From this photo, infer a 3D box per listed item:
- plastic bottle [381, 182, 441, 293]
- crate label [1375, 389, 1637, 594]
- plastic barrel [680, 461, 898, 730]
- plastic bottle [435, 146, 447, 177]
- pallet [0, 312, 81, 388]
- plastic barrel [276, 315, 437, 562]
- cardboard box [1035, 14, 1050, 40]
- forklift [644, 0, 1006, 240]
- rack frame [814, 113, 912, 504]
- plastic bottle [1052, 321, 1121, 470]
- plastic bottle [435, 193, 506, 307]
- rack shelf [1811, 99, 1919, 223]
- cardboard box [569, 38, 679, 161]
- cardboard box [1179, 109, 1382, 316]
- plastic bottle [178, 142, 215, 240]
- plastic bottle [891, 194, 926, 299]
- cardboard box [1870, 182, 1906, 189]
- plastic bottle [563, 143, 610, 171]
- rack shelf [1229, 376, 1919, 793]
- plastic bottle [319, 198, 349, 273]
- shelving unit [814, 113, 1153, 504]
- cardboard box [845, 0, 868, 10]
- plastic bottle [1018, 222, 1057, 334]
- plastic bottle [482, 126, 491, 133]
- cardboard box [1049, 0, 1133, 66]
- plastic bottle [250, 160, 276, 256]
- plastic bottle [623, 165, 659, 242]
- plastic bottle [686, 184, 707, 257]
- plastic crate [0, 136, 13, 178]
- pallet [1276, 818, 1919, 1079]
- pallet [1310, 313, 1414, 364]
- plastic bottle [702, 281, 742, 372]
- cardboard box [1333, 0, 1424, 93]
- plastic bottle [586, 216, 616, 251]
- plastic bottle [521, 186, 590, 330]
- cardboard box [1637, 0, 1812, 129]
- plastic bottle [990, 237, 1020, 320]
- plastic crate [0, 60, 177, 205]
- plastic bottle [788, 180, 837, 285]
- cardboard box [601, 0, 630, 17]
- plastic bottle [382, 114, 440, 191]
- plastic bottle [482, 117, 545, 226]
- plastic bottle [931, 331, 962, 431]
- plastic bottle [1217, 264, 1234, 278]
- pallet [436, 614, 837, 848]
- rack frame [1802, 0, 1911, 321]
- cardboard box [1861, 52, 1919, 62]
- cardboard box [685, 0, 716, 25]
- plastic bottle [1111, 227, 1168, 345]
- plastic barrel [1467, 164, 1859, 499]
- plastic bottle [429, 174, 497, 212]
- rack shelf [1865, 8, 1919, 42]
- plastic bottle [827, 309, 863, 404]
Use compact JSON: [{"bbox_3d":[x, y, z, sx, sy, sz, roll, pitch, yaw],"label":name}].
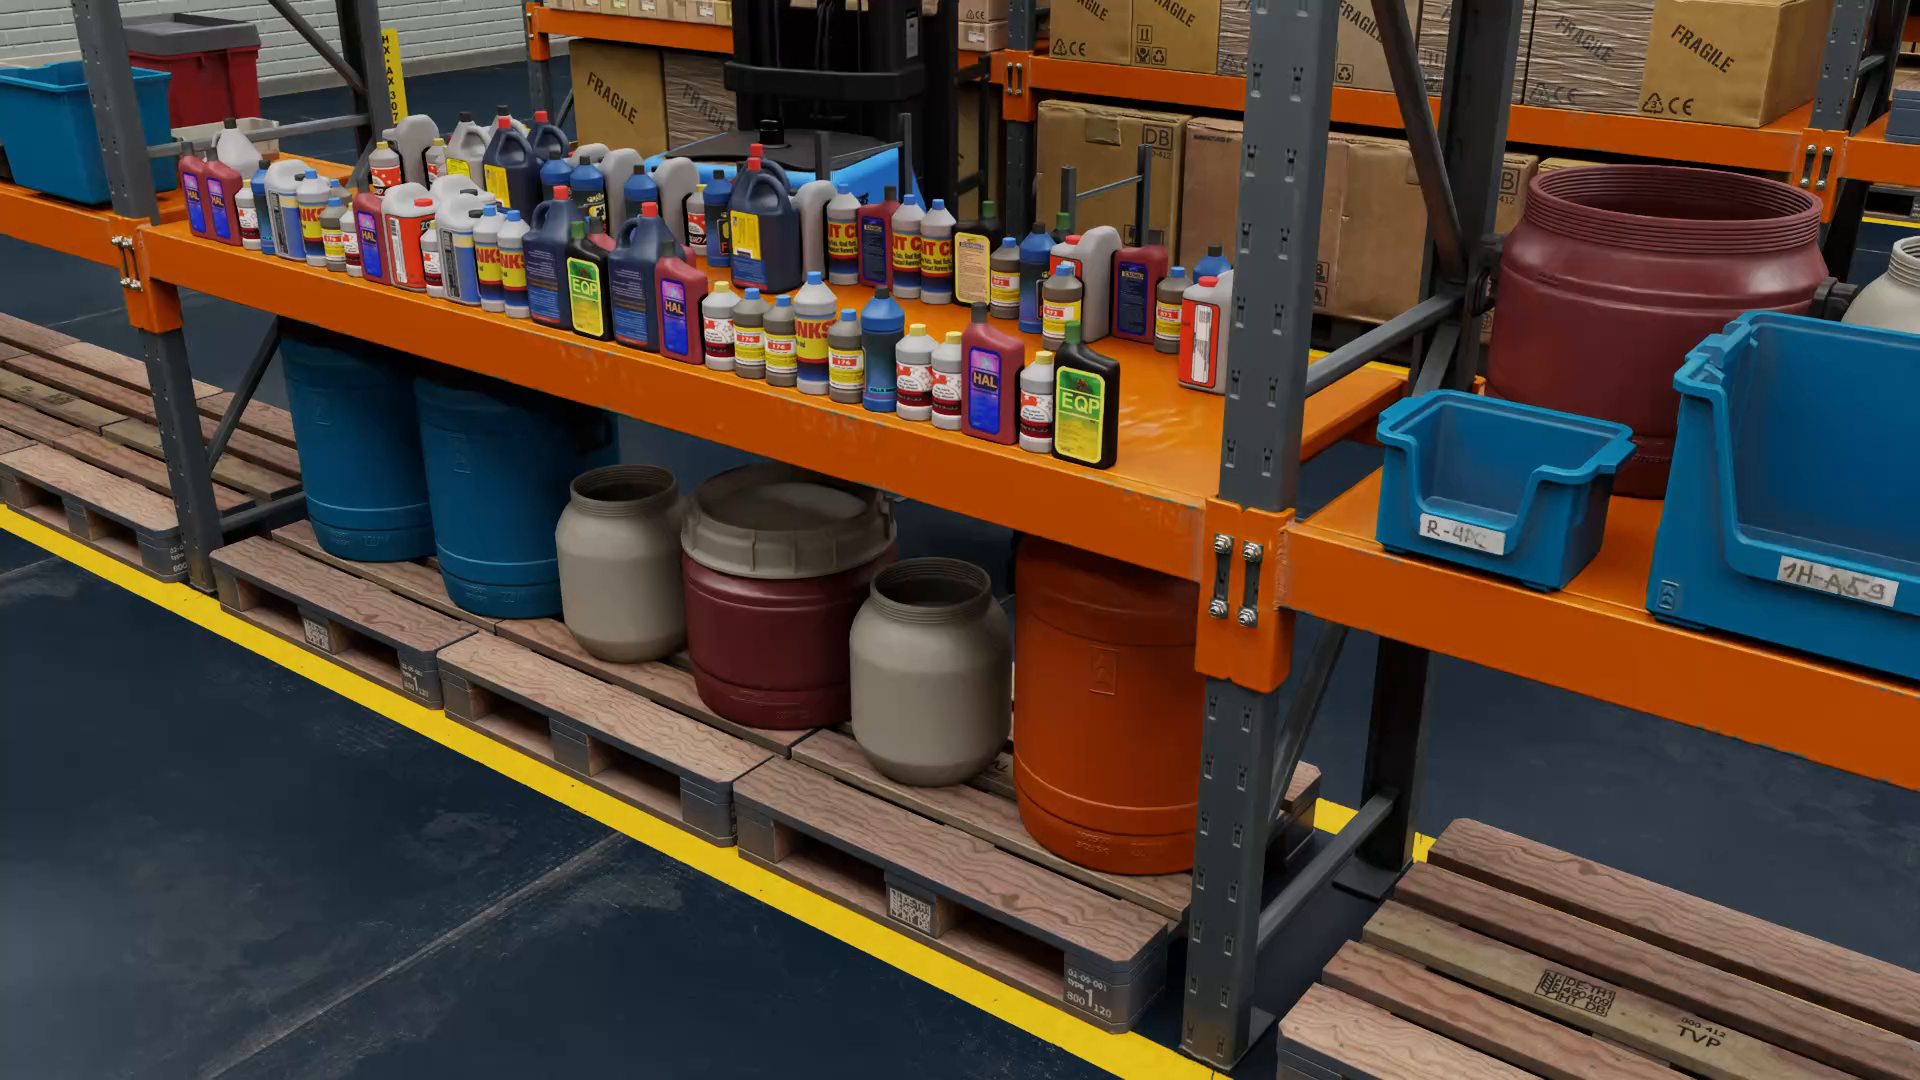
[{"bbox_3d":[-1.485,-0.837,4.584,0.135,0.276,0.152,17,29,33],"label":"plastic bottle"},{"bbox_3d":[0.945,-0.086,2.933,0.416,0.233,0.303,17,29,33],"label":"crate label"},{"bbox_3d":[-0.473,0.140,4.682,0.708,0.588,0.600,17,29,33],"label":"plastic barrel"},{"bbox_3d":[-1.679,-1.200,5.499,0.097,0.201,0.097,0,24,0],"label":"plastic bottle"},{"bbox_3d":[-4.932,-0.832,7.877,1.213,0.211,1.003,17,29,33],"label":"pallet"},{"bbox_3d":[-1.943,-0.448,5.627,0.708,0.901,0.600,17,29,33],"label":"plastic barrel"},{"bbox_3d":[0.565,-3.015,9.683,0.250,0.149,0.380,17,29,33],"label":"cardboard box"},{"bbox_3d":[-0.432,-2.541,8.383,1.130,2.935,3.031,9,25,20],"label":"forklift"},{"bbox_3d":[-0.339,-0.789,6.180,0.032,1.500,0.500,17,29,33],"label":"rack frame"},{"bbox_3d":[0.253,-0.292,3.338,0.133,0.283,0.061,17,29,33],"label":"plastic bottle"},{"bbox_3d":[-1.300,-0.781,4.457,0.135,0.276,0.152,17,29,33],"label":"plastic bottle"},{"bbox_3d":[5.404,-1.171,6.079,4.000,0.370,1.077,17,29,33],"label":"rack shelf"},{"bbox_3d":[-2.038,-3.009,11.473,0.875,0.875,0.875,17,29,33],"label":"cardboard box"},{"bbox_3d":[1.842,-1.807,8.744,0.875,0.875,1.225,16,28,32],"label":"cardboard box"},{"bbox_3d":[-2.331,-1.073,5.110,0.133,0.283,0.061,17,29,33],"label":"plastic bottle"},{"bbox_3d":[-0.136,-0.796,4.496,0.097,0.271,0.097,0,24,0],"label":"plastic bottle"},{"bbox_3d":[6.175,-2.682,11.197,0.500,0.500,0.500,17,29,33],"label":"cardboard box"},{"bbox_3d":[-1.163,-1.095,5.168,0.135,0.276,0.152,17,29,33],"label":"plastic bottle"},{"bbox_3d":[2.433,0.427,2.452,4.000,0.370,1.077,17,29,33],"label":"rack shelf"},{"bbox_3d":[-1.779,-0.878,4.769,0.097,0.201,0.097,0,24,0],"label":"plastic bottle"},{"bbox_3d":[0.068,-0.666,5.901,1.048,1.500,0.538,17,29,33],"label":"shelving unit"},{"bbox_3d":[-0.324,-3.165,9.530,0.500,0.250,0.500,18,29,35],"label":"cardboard box"},{"bbox_3d":[0.197,-0.665,4.198,0.097,0.271,0.097,0,24,0],"label":"plastic bottle"},{"bbox_3d":[-1.567,-1.217,5.445,0.135,0.276,0.152,17,29,33],"label":"plastic bottle"},{"bbox_3d":[0.821,-2.805,8.771,0.500,0.500,0.500,17,29,33],"label":"cardboard box"},{"bbox_3d":[-2.043,-0.990,4.936,0.097,0.271,0.097,0,24,0],"label":"plastic bottle"},{"bbox_3d":[-0.930,-0.959,4.866,0.097,0.271,0.097,0,24,0],"label":"plastic bottle"},{"bbox_3d":[-0.761,-0.953,4.938,0.097,0.201,0.097,0,24,0],"label":"plastic bottle"},{"bbox_3d":[-3.425,-1.438,6.061,0.590,0.125,0.437,17,29,33],"label":"plastic crate"},{"bbox_3d":[1.429,1.090,3.513,1.213,0.211,1.003,17,29,33],"label":"pallet"},{"bbox_3d":[2.245,-1.218,8.752,1.213,0.211,1.003,17,29,33],"label":"pallet"},{"bbox_3d":[-0.558,-0.509,3.932,0.097,0.201,0.097,0,24,0],"label":"plastic bottle"},{"bbox_3d":[2.040,-2.439,7.941,0.500,0.500,0.500,17,29,34],"label":"cardboard box"},{"bbox_3d":[-0.880,-0.665,4.184,0.133,0.283,0.061,17,29,33],"label":"plastic bottle"},{"bbox_3d":[-1.019,-0.728,4.244,0.185,0.351,0.144,17,29,33],"label":"plastic bottle"},{"bbox_3d":[3.260,-2.069,7.101,0.500,0.500,0.500,18,29,35],"label":"cardboard box"},{"bbox_3d":[0.127,-0.685,4.330,0.097,0.201,0.097,0,24,0],"label":"plastic bottle"},{"bbox_3d":[-2.946,-1.376,5.598,0.575,0.384,0.392,17,29,33],"label":"plastic crate"},{"bbox_3d":[-0.429,-0.873,4.665,0.135,0.276,0.152,17,29,33],"label":"plastic bottle"},{"bbox_3d":[-2.101,-3.487,10.756,0.250,0.149,0.380,16,28,32],"label":"cardboard box"},{"bbox_3d":[-1.859,-1.305,5.645,0.135,0.276,0.152,17,29,33],"label":"plastic bottle"},{"bbox_3d":[-1.375,-1.122,5.138,0.185,0.351,0.144,17,29,33],"label":"plastic bottle"},{"bbox_3d":[-0.013,-0.344,3.558,0.097,0.201,0.097,0,24,0],"label":"plastic bottle"},{"bbox_3d":[0.680,-0.538,3.904,0.135,0.276,0.152,17,29,33],"label":"plastic bottle"},{"bbox_3d":[-0.795,0.418,5.039,1.213,0.211,1.003,17,29,33],"label":"pallet"},{"bbox_3d":[3.803,-1.984,7.032,0.127,3.000,1.000,17,29,33],"label":"rack frame"},{"bbox_3d":[6.452,-3.196,11.432,0.500,0.250,0.500,15,28,31],"label":"cardboard box"},{"bbox_3d":[-1.482,-3.301,10.333,0.250,0.149,0.380,16,29,33],"label":"cardboard box"},{"bbox_3d":[0.445,-0.635,4.116,0.133,0.283,0.061,17,29,33],"label":"plastic bottle"},{"bbox_3d":[1.386,-0.433,3.344,0.708,0.536,0.600,17,29,33],"label":"plastic barrel"},{"bbox_3d":[-1.394,-0.886,4.695,0.135,0.276,0.152,17,29,33],"label":"plastic bottle"},{"bbox_3d":[5.258,-3.714,11.851,4.000,0.370,1.077,17,29,33],"label":"rack shelf"},{"bbox_3d":[-0.247,-0.415,3.718,0.097,0.201,0.097,0,24,0],"label":"plastic bottle"}]
